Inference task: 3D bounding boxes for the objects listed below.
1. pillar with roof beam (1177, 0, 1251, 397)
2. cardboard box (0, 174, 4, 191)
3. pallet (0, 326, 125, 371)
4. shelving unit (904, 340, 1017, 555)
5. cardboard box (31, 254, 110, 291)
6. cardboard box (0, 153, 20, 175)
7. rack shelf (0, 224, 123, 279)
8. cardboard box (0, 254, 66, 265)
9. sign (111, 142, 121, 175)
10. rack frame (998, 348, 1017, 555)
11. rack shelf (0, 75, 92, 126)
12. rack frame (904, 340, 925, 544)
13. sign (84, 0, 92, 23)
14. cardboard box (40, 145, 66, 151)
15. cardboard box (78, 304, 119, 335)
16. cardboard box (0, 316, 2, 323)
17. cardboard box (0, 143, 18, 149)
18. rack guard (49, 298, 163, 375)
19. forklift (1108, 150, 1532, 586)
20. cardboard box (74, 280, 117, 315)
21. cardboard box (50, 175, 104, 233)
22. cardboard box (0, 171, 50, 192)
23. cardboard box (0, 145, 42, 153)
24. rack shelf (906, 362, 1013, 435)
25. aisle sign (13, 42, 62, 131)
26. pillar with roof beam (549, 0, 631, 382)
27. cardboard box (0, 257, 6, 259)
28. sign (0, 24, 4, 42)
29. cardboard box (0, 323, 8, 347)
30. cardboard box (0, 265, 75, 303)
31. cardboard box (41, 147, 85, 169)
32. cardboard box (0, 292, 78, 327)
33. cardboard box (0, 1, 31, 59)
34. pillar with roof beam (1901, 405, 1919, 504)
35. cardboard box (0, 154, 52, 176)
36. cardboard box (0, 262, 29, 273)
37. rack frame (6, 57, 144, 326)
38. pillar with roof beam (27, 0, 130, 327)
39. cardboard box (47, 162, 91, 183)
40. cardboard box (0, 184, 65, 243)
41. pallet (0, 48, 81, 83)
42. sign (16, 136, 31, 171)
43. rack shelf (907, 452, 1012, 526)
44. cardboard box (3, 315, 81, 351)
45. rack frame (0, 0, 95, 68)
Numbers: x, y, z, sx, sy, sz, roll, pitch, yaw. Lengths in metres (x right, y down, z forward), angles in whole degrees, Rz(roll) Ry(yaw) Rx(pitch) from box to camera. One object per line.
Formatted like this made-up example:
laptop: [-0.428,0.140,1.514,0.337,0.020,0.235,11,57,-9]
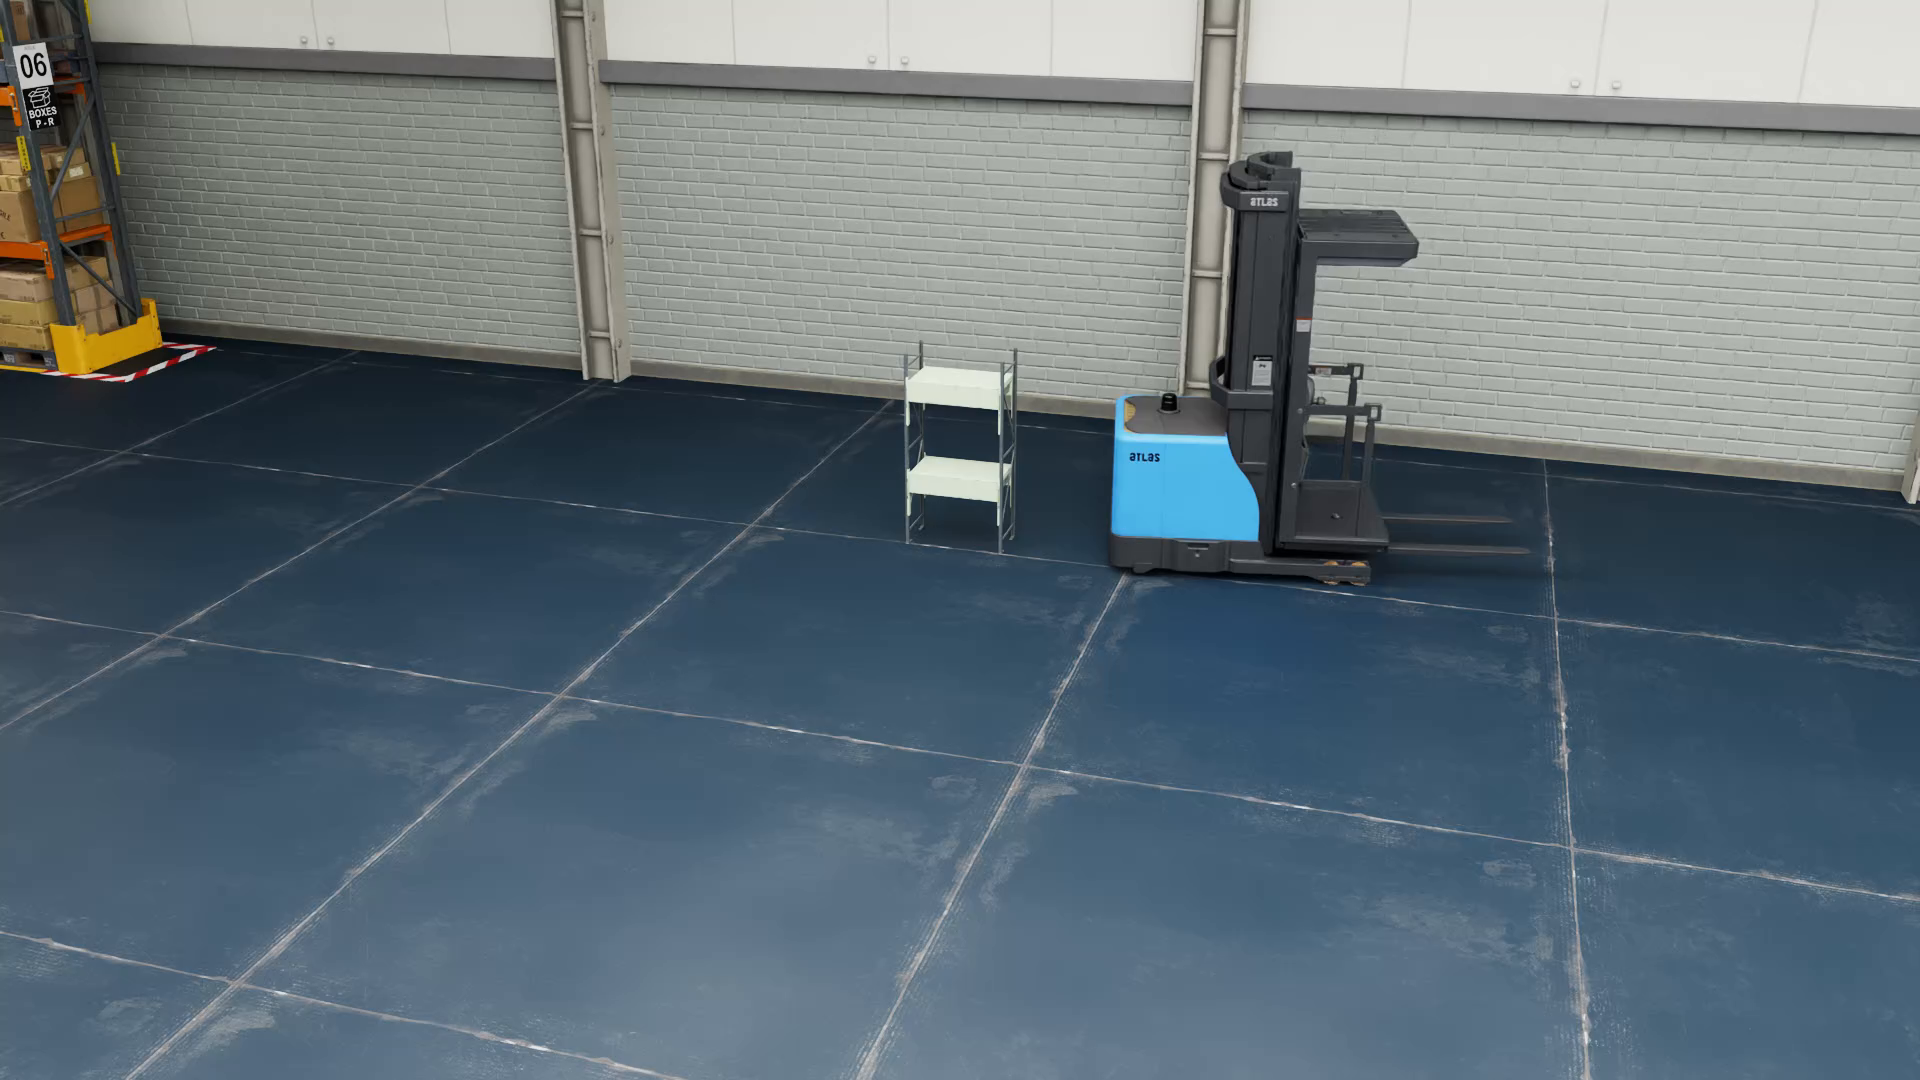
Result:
pillar with roof beam: [0.944,-3.592,9.669,0.400,9.000,9.100,7,23,16]
cardboard box: [-9.560,-3.592,16.588,0.250,0.149,0.380,7,23,16]
pallet: [-9.638,-2.071,17.540,1.213,0.211,1.003,7,23,16]
shelving unit: [0.006,-0.693,12.484,0.755,1.500,0.431,7,23,16]
cardboard box: [-9.300,-2.798,17.392,0.500,0.250,0.500,6,23,15]
cardboard box: [-9.543,-3.754,16.592,0.250,0.149,0.380,7,23,16]
rack shelf: [-10.809,-3.178,17.514,4.000,0.370,1.077,7,23,16]
cardboard box: [-9.779,-2.852,17.522,0.500,0.250,0.500,7,23,16]
sign: [-8.728,-3.930,17.154,0.005,0.325,0.100,7,23,16]
rack frame: [0.357,-0.653,12.386,0.023,1.500,0.400,7,23,16]
rack shelf: [-10.809,-4.566,16.945,4.000,0.370,1.077,7,23,16]
rack frame: [-0.344,-0.733,12.581,0.023,1.500,0.400,7,23,16]
sign: [-8.728,-5.322,16.583,0.005,0.325,0.100,7,23,16]
cardboard box: [-9.391,-3.942,17.050,0.250,0.149,0.380,7,23,17]
cardboard box: [-9.308,-2.339,17.590,0.500,0.250,0.500,7,23,16]
cardboard box: [-9.928,-2.444,17.187,0.500,0.250,0.500,6,23,15]
cardboard box: [-9.884,-3.988,17.161,0.250,0.149,0.380,7,23,16]
rack guard: [-8.871,-2.133,17.311,0.348,0.500,1.175,7,23,16]
forklift: [2.637,-1.238,11.927,3.031,2.935,1.130,2,22,5]
cardboard box: [-9.284,-2.573,17.500,0.500,0.250,0.500,7,23,16]
cardboard box: [-9.288,-3.494,17.203,0.500,0.500,0.500,7,23,17]
cardboard box: [-9.307,-3.575,16.546,0.250,0.149,0.380,7,23,16]
cardboard box: [-9.652,-3.955,17.081,0.250,0.149,0.380,7,23,17]
rack shelf: [0.006,-1.054,12.336,0.720,0.370,0.431,7,23,16]
aisle sign: [-8.916,-4.381,16.072,0.004,0.787,0.394,7,23,16]
pillar with roof beam: [-4.800,-4.250,11.272,0.400,9.000,9.100,7,23,16]
cardboard box: [-10.255,-2.910,17.665,0.500,0.250,0.500,6,23,15]
sign: [-9.064,-4.857,15.644,0.005,0.325,0.100,7,23,16]
cardboard box: [-9.909,-2.209,17.272,0.500,0.250,0.500,7,23,15]
cardboard box: [-9.425,-2.614,16.942,0.500,0.250,0.500,7,23,17]
cardboard box: [-9.154,-3.890,16.924,0.250,0.149,0.380,6,23,14]
cardboard box: [-9.451,-2.385,17.044,0.500,0.250,0.500,6,23,15]
cardboard box: [-9.388,-4.927,16.059,0.500,0.500,0.500,7,23,17]
pillar with roof beam: [6.689,-2.934,8.065,0.400,9.000,9.100,7,23,16]
cardboard box: [-9.298,-3.739,16.554,0.250,0.149,0.380,7,23,16]
cardboard box: [-9.916,-2.668,17.074,0.500,0.250,0.500,7,23,16]
rack frame: [-8.894,-3.292,16.843,0.127,3.000,1.000,7,23,16]
pillar with roof beam: [-10.544,-4.907,12.876,0.400,9.000,9.100,7,23,16]
cardboard box: [-9.144,-3.770,17.022,0.250,0.149,0.380,6,23,14]
cardboard box: [-9.441,-3.297,16.723,0.500,0.500,0.500,6,23,14]
pallet: [-9.564,-4.726,16.503,1.213,0.211,1.003,7,23,16]
sign: [-9.064,-3.742,16.102,0.005,0.325,0.100,7,23,16]
rack shelf: [0.006,-0.392,12.607,0.720,0.370,0.431,7,23,16]
cardboard box: [-9.435,-2.151,17.131,0.500,0.250,0.500,7,23,16]
rack frame: [-8.894,-6.068,15.705,0.127,3.000,1.000,7,23,16]
